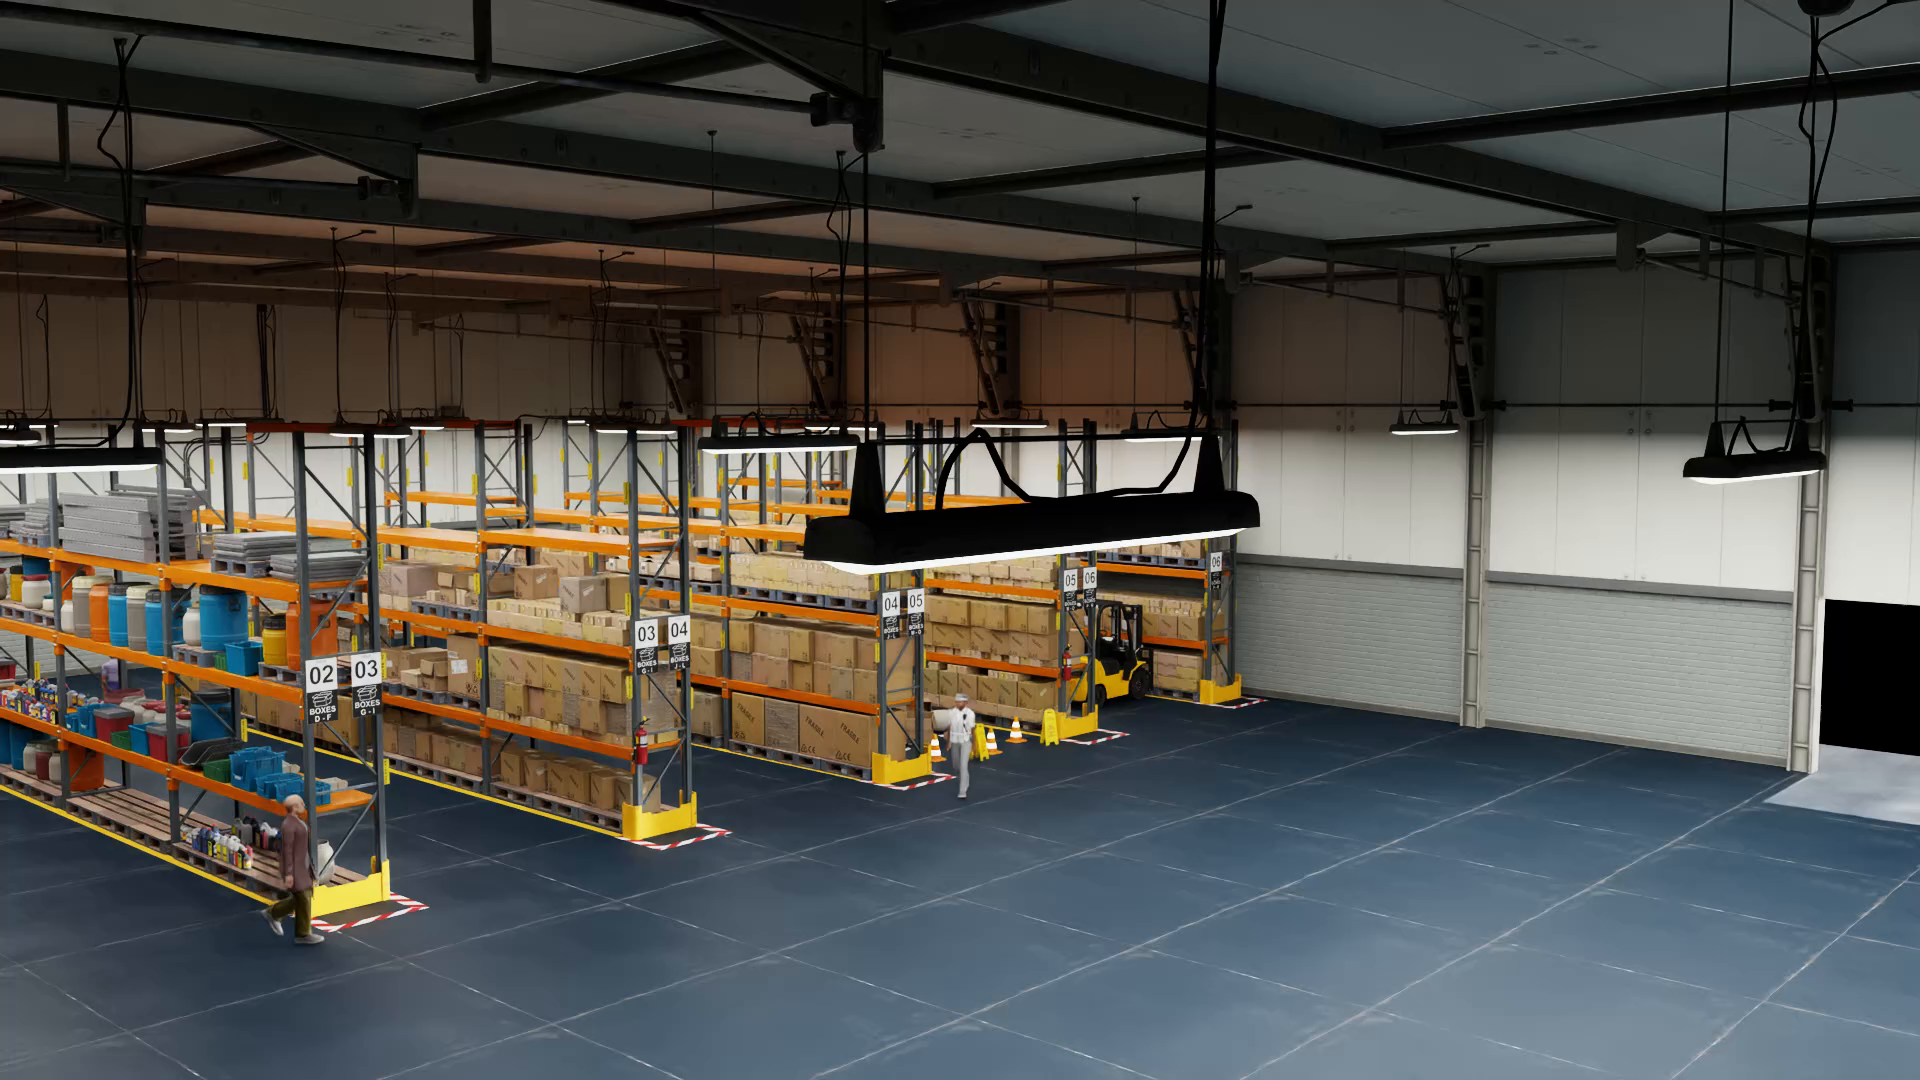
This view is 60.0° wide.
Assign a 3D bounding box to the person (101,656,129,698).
[{"bbox_3d":[-16.193,2.902,31.930,0.526,1.619,0.440,-2,5,-18],"label":"person"}]

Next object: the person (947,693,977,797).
[{"bbox_3d":[0.044,3.286,27.020,0.457,1.661,0.806,2,5,27],"label":"person"}]

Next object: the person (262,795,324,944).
[{"bbox_3d":[-7.838,3.844,19.452,0.789,1.757,0.589,0,5,2],"label":"person"}]
